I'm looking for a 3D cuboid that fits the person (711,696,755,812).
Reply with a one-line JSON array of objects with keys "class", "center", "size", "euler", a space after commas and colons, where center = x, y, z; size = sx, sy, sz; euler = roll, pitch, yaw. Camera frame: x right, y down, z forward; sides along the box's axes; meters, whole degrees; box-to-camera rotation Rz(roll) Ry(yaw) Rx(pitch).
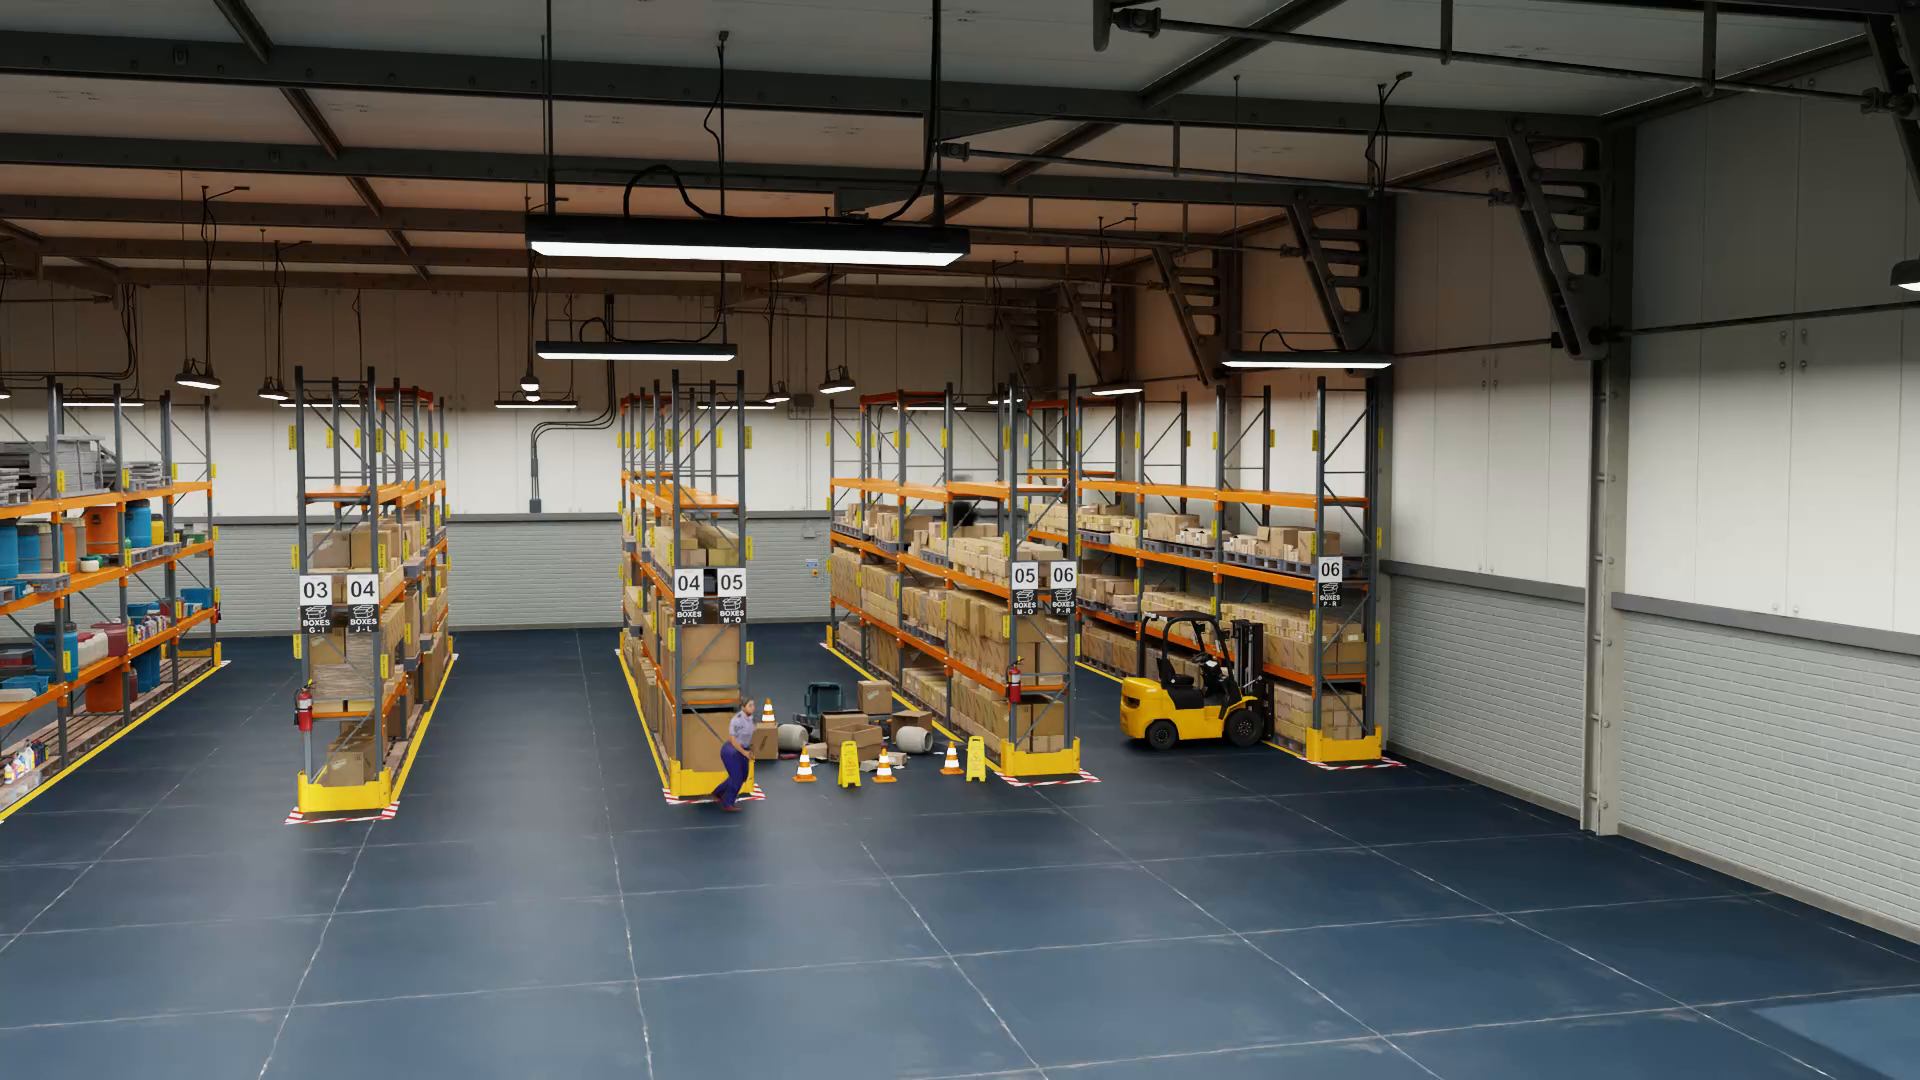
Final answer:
[{"class": "person", "center": [-3.078, 2.877, 22.457], "size": [0.705, 1.570, 0.595], "euler": [1, 4, 14]}]
